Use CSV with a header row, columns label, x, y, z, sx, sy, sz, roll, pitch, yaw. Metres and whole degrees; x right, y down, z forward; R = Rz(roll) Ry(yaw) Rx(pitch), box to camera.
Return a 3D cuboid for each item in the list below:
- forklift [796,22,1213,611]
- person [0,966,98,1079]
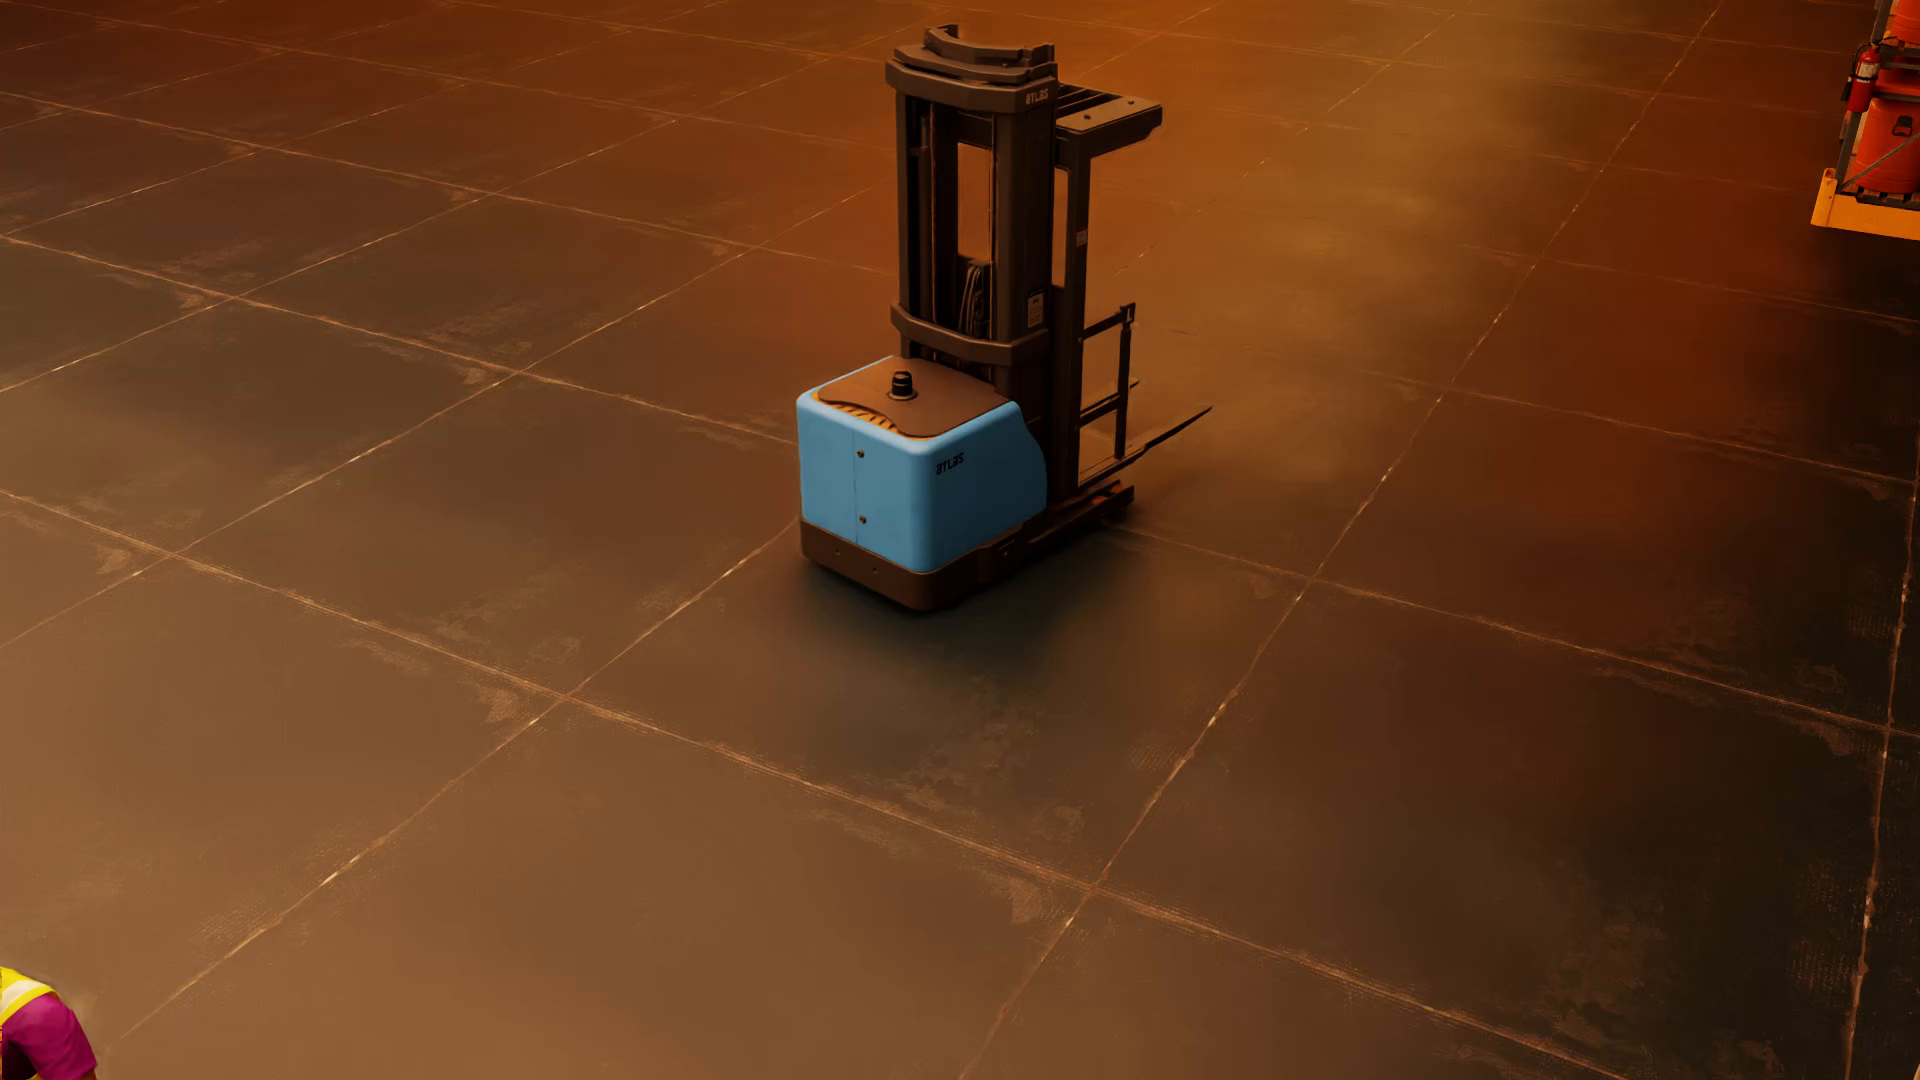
label,x,y,z,sx,sy,sz,roll,pitch,yaw
forklift,0.429,-1.530,9.721,1.130,2.935,3.031,24,38,35
person,-2.901,1.871,5.052,0.907,1.774,0.501,14,33,23
